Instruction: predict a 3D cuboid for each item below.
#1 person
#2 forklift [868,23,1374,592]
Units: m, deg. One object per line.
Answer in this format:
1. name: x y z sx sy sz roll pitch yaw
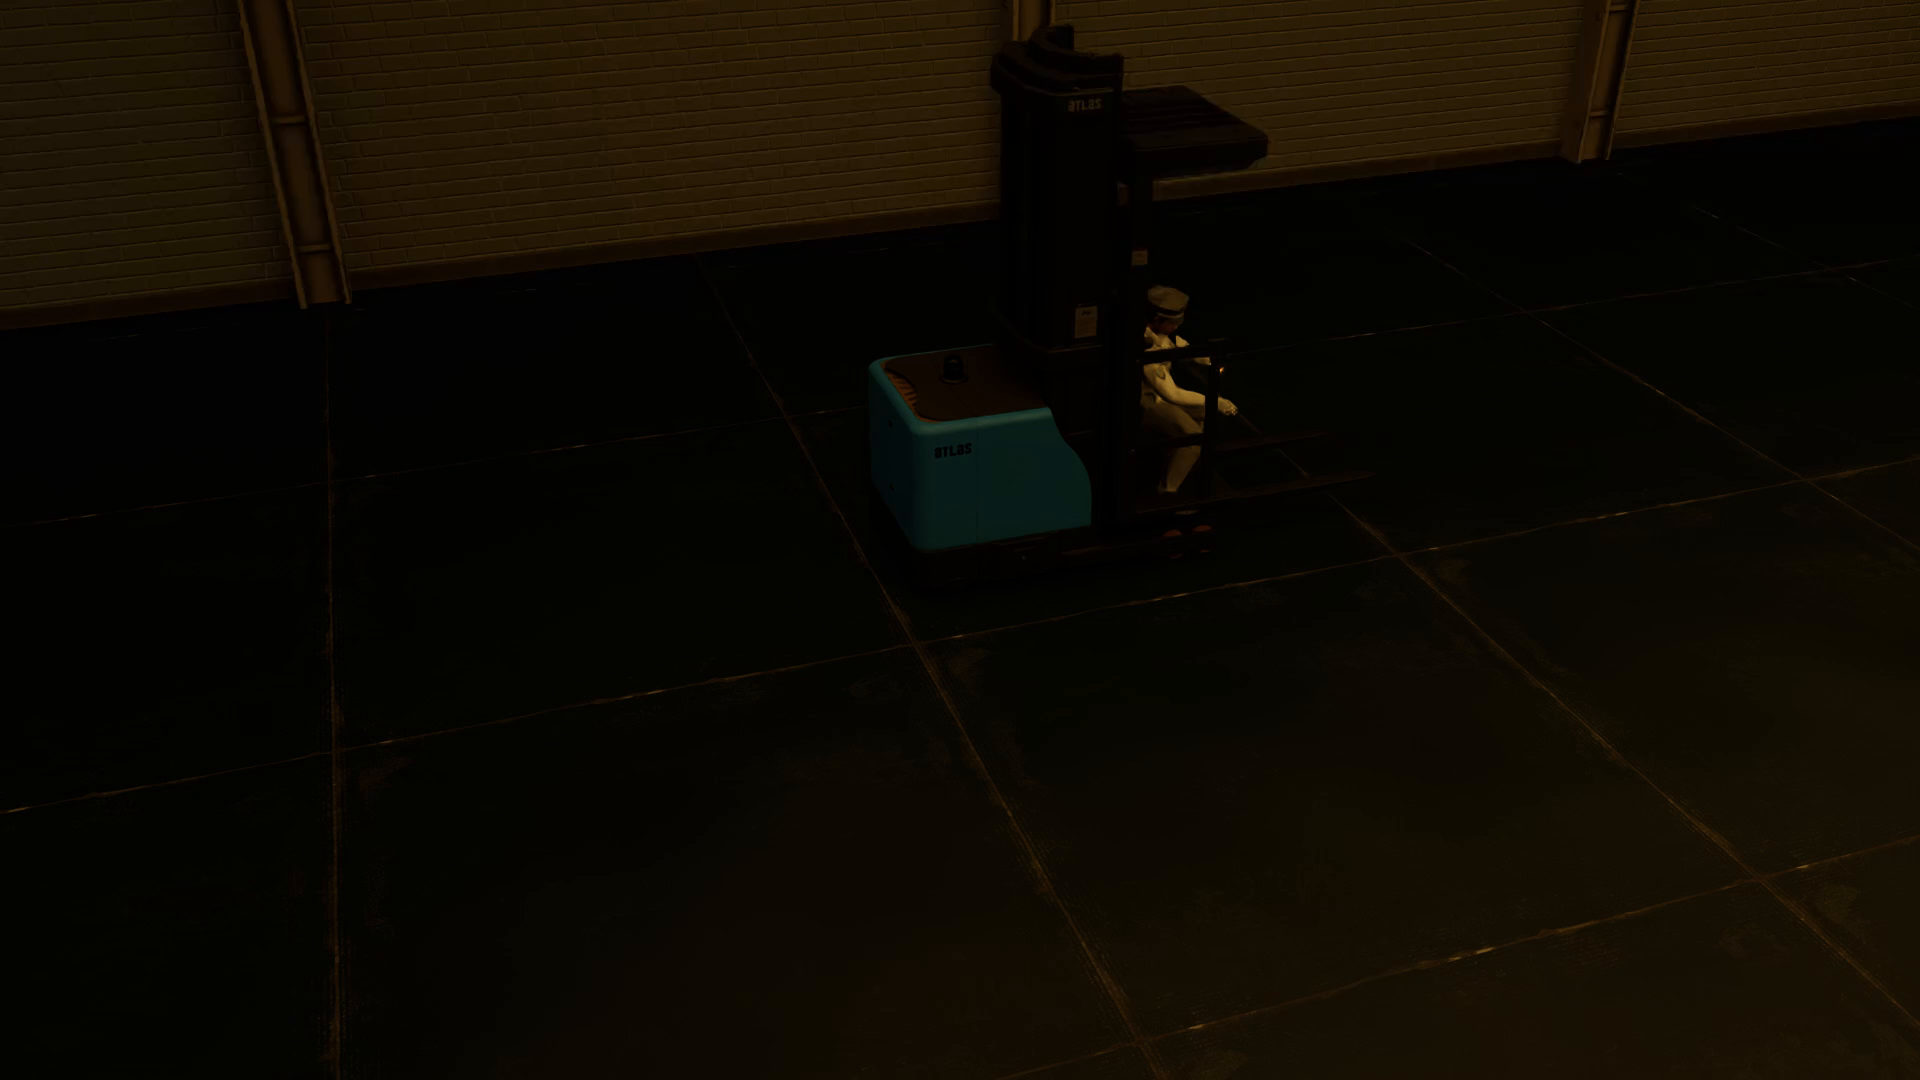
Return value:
1. person: 1.312 -0.820 9.882 0.732 1.397 0.833 9 31 16
2. forklift: 1.023 -1.402 9.523 3.031 2.935 1.130 -9 31 -16
